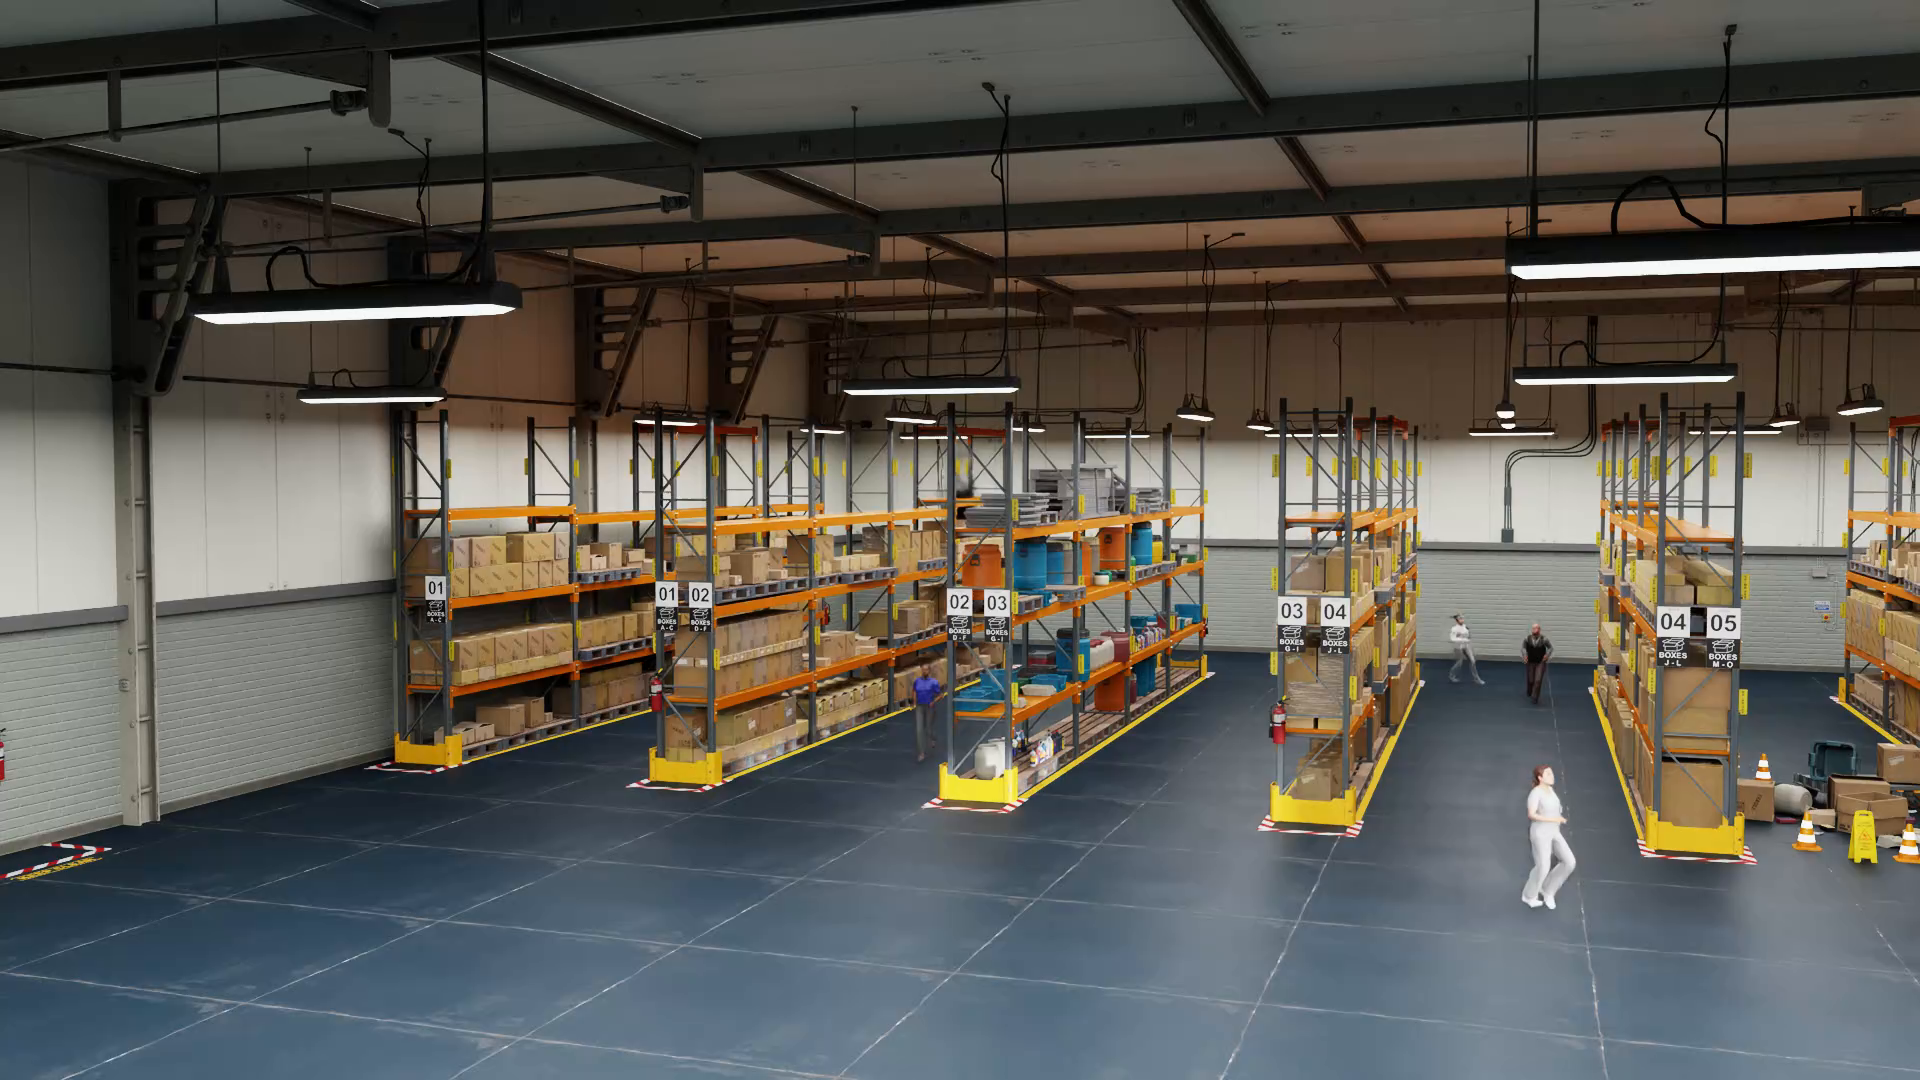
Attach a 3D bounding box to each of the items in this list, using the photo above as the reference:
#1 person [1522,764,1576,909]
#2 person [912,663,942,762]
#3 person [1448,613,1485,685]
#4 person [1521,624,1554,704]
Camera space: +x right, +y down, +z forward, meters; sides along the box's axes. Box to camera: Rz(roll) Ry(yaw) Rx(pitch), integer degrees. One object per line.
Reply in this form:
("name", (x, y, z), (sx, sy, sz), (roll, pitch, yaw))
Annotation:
("person", (6.629, 3.354, 18.801), (0.623, 1.654, 0.603), (-2, 3, -37))
("person", (-0.587, 2.967, 28.793), (0.579, 1.644, 0.842), (1, 3, 13))
("person", (11.604, 2.496, 38.462), (0.644, 1.641, 0.904), (-1, 3, -31))
("person", (12.357, 2.642, 35.610), (0.662, 1.703, 0.645), (1, 3, 25))
